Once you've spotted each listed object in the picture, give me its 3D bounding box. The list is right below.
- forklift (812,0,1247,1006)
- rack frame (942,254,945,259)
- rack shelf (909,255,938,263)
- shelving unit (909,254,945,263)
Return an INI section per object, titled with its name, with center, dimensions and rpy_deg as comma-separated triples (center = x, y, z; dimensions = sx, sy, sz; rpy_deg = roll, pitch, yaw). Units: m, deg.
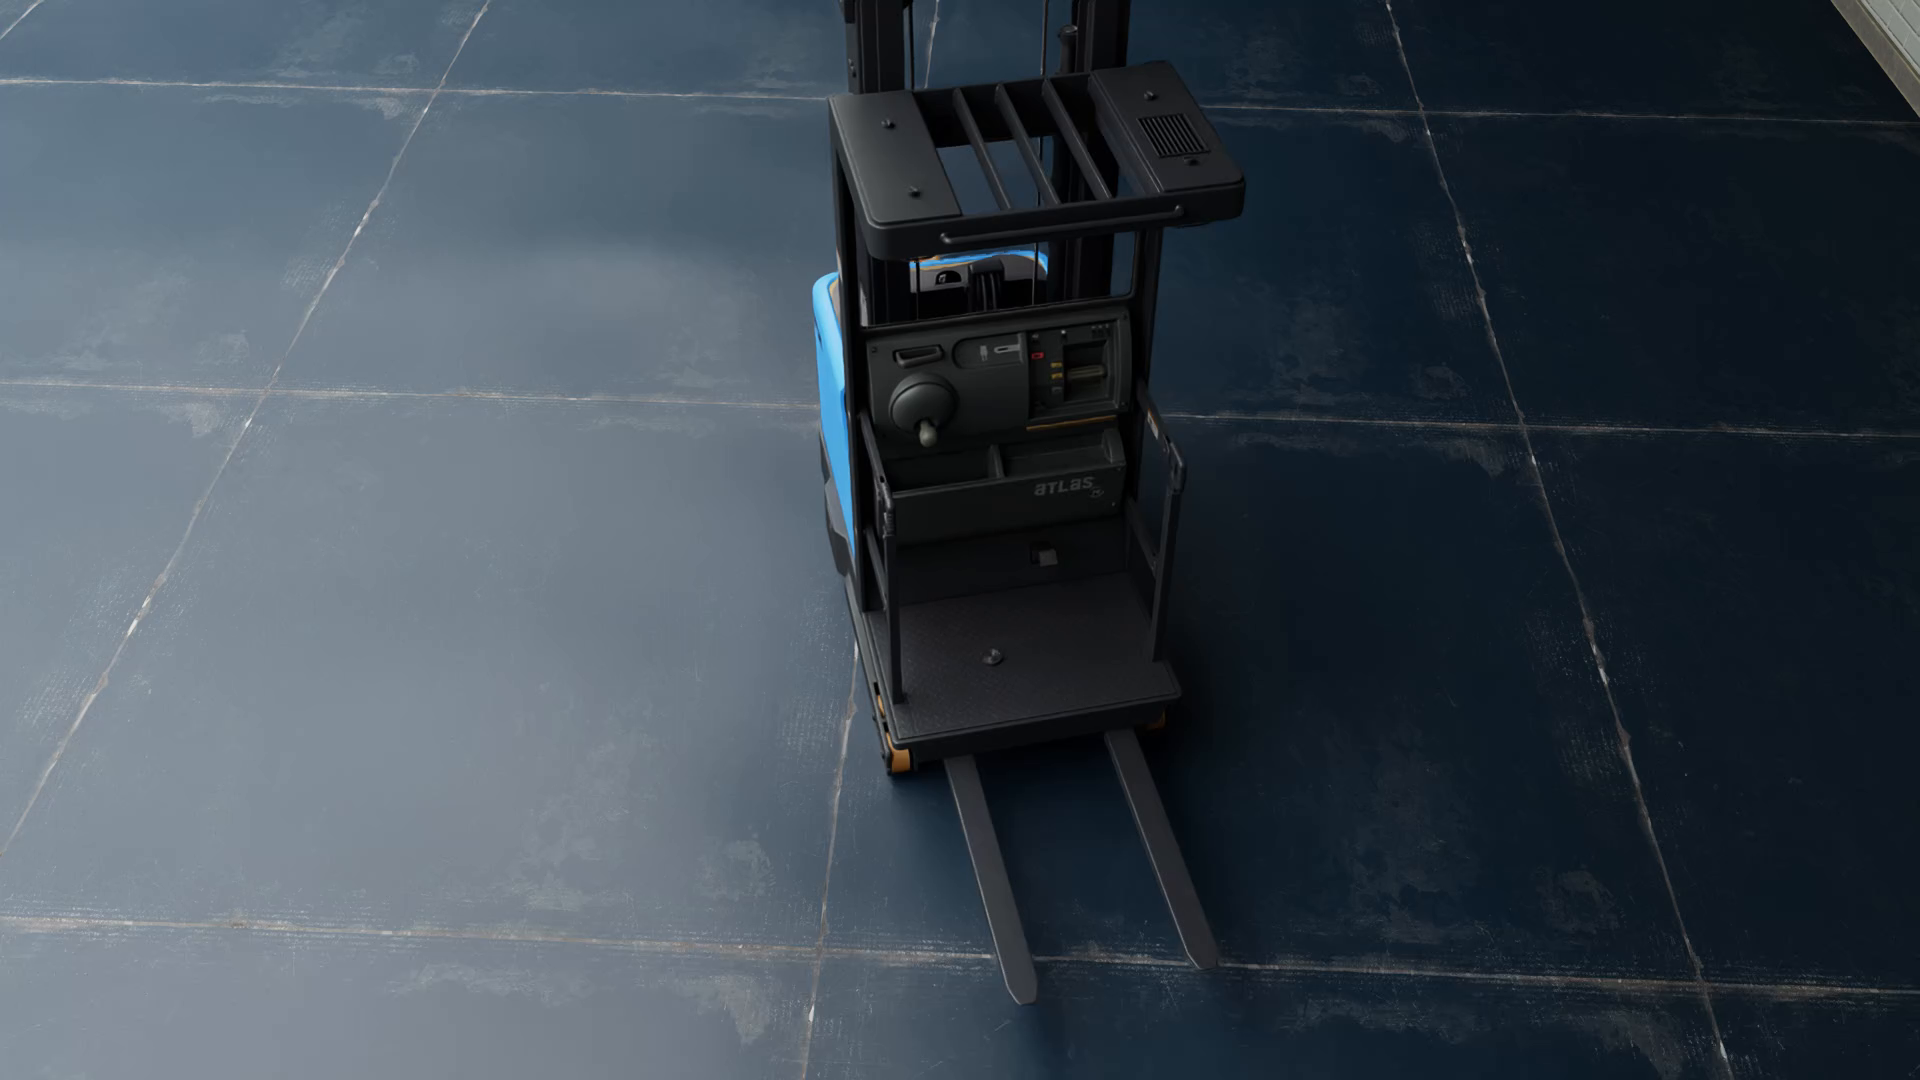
[forklift]
center = 0.191, -0.475, 5.610
dimensions = 1.130, 2.935, 3.031
rpy_deg = -8, 44, -9
[rack frame]
center = -0.093, -0.958, 7.398
dimensions = 0.006, 1.200, 0.240
rpy_deg = -9, 44, -10
[rack shelf]
center = -0.182, -1.174, 7.167
dimensions = 0.180, 0.103, 0.258
rpy_deg = -9, 44, -10
[shelving unit]
center = -0.182, -0.943, 7.382
dimensions = 0.189, 1.200, 0.258
rpy_deg = -9, 44, -10
